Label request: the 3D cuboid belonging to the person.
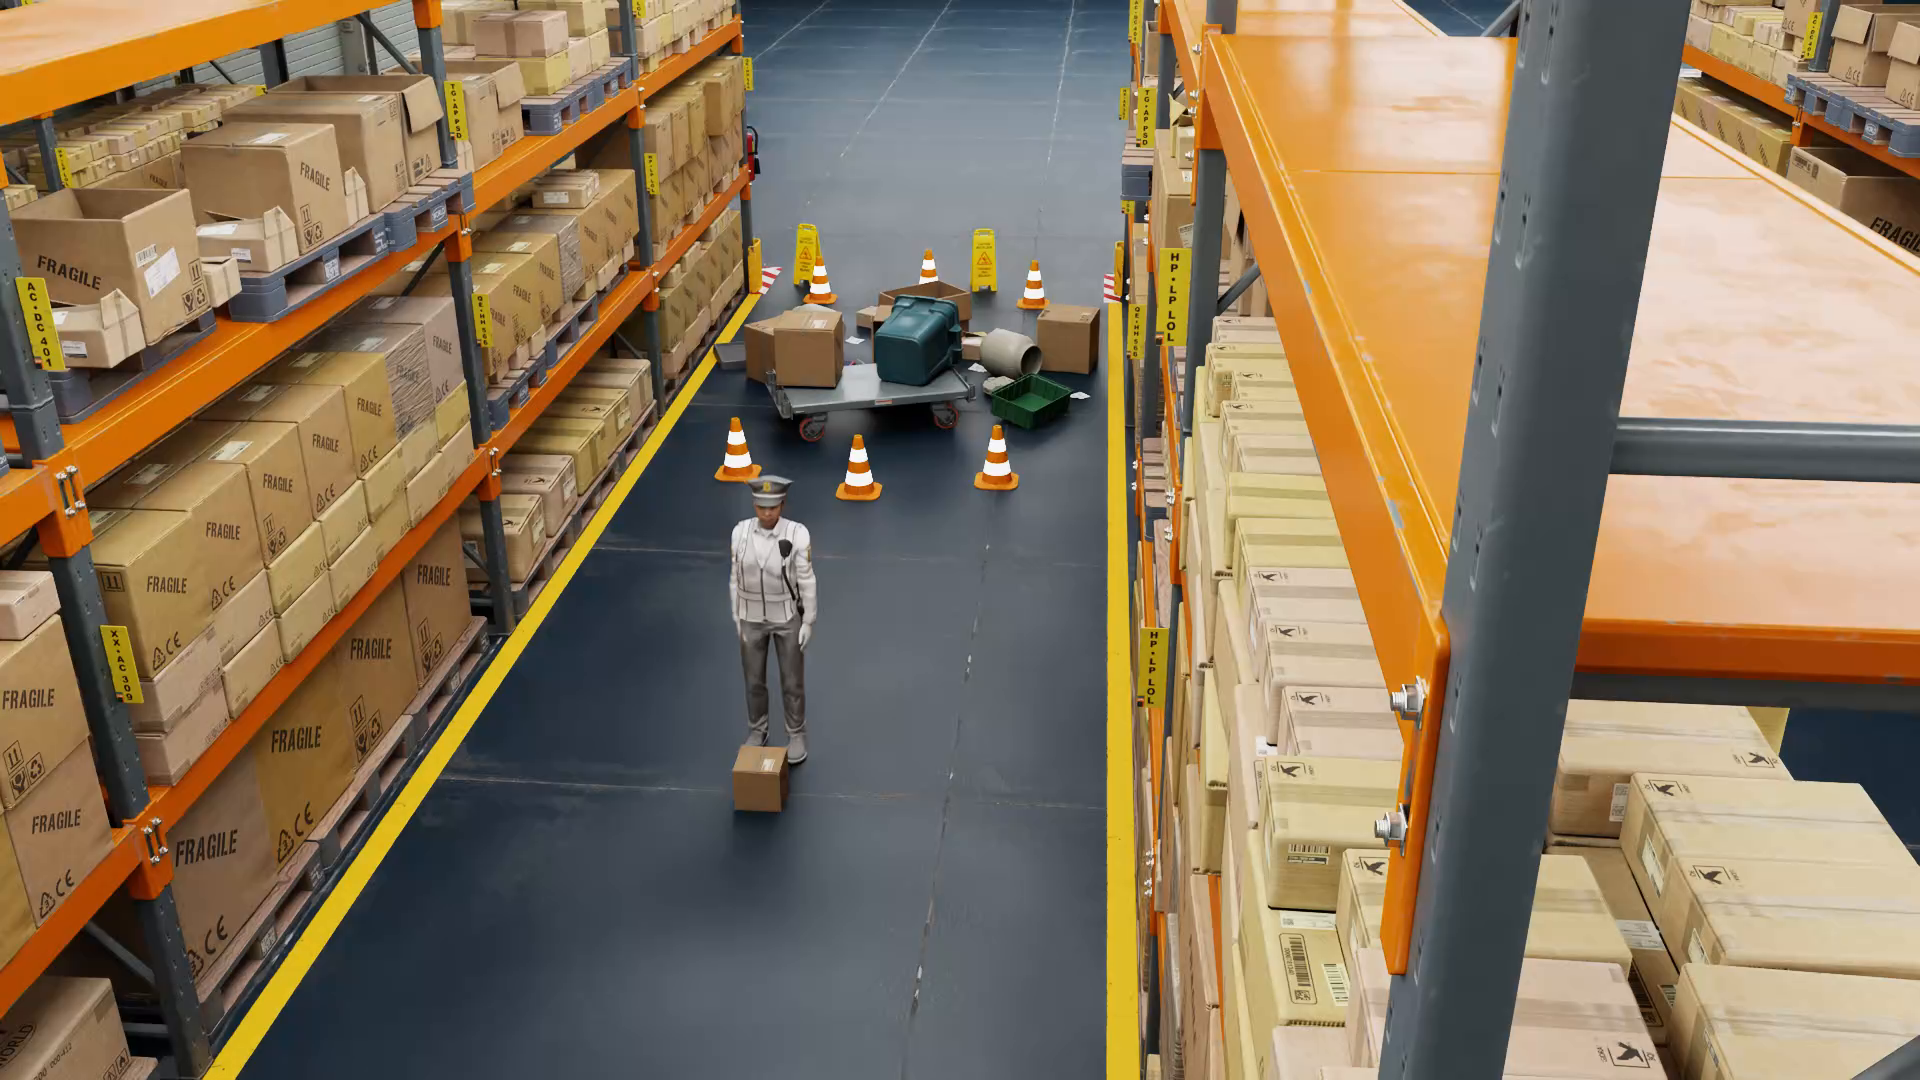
[{"bbox_3d":[-1.014,0.437,9.034,0.468,1.695,0.347,2,25,5],"label":"person"}]
